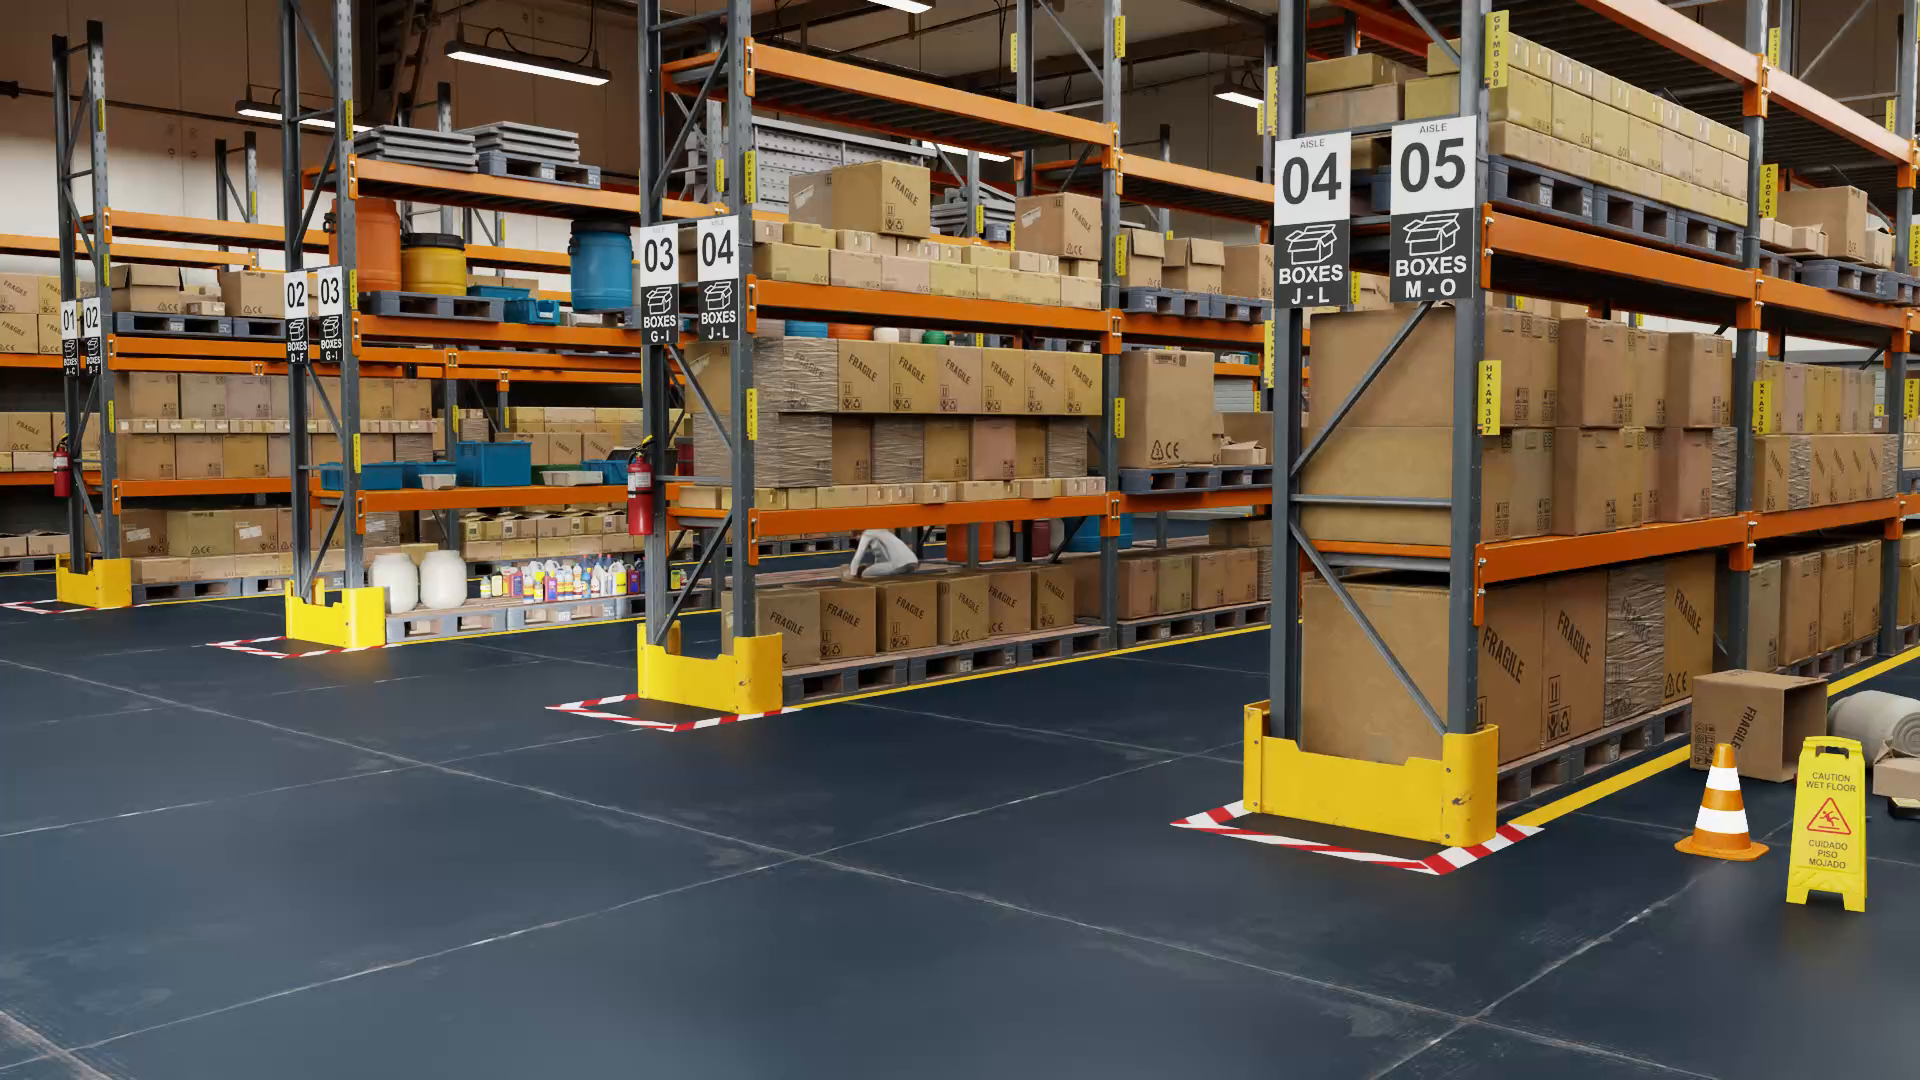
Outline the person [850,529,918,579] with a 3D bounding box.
[{"bbox_3d":[-0.795,0.262,16.937,0.798,0.918,0.443,3,5,41],"label":"person"}]
